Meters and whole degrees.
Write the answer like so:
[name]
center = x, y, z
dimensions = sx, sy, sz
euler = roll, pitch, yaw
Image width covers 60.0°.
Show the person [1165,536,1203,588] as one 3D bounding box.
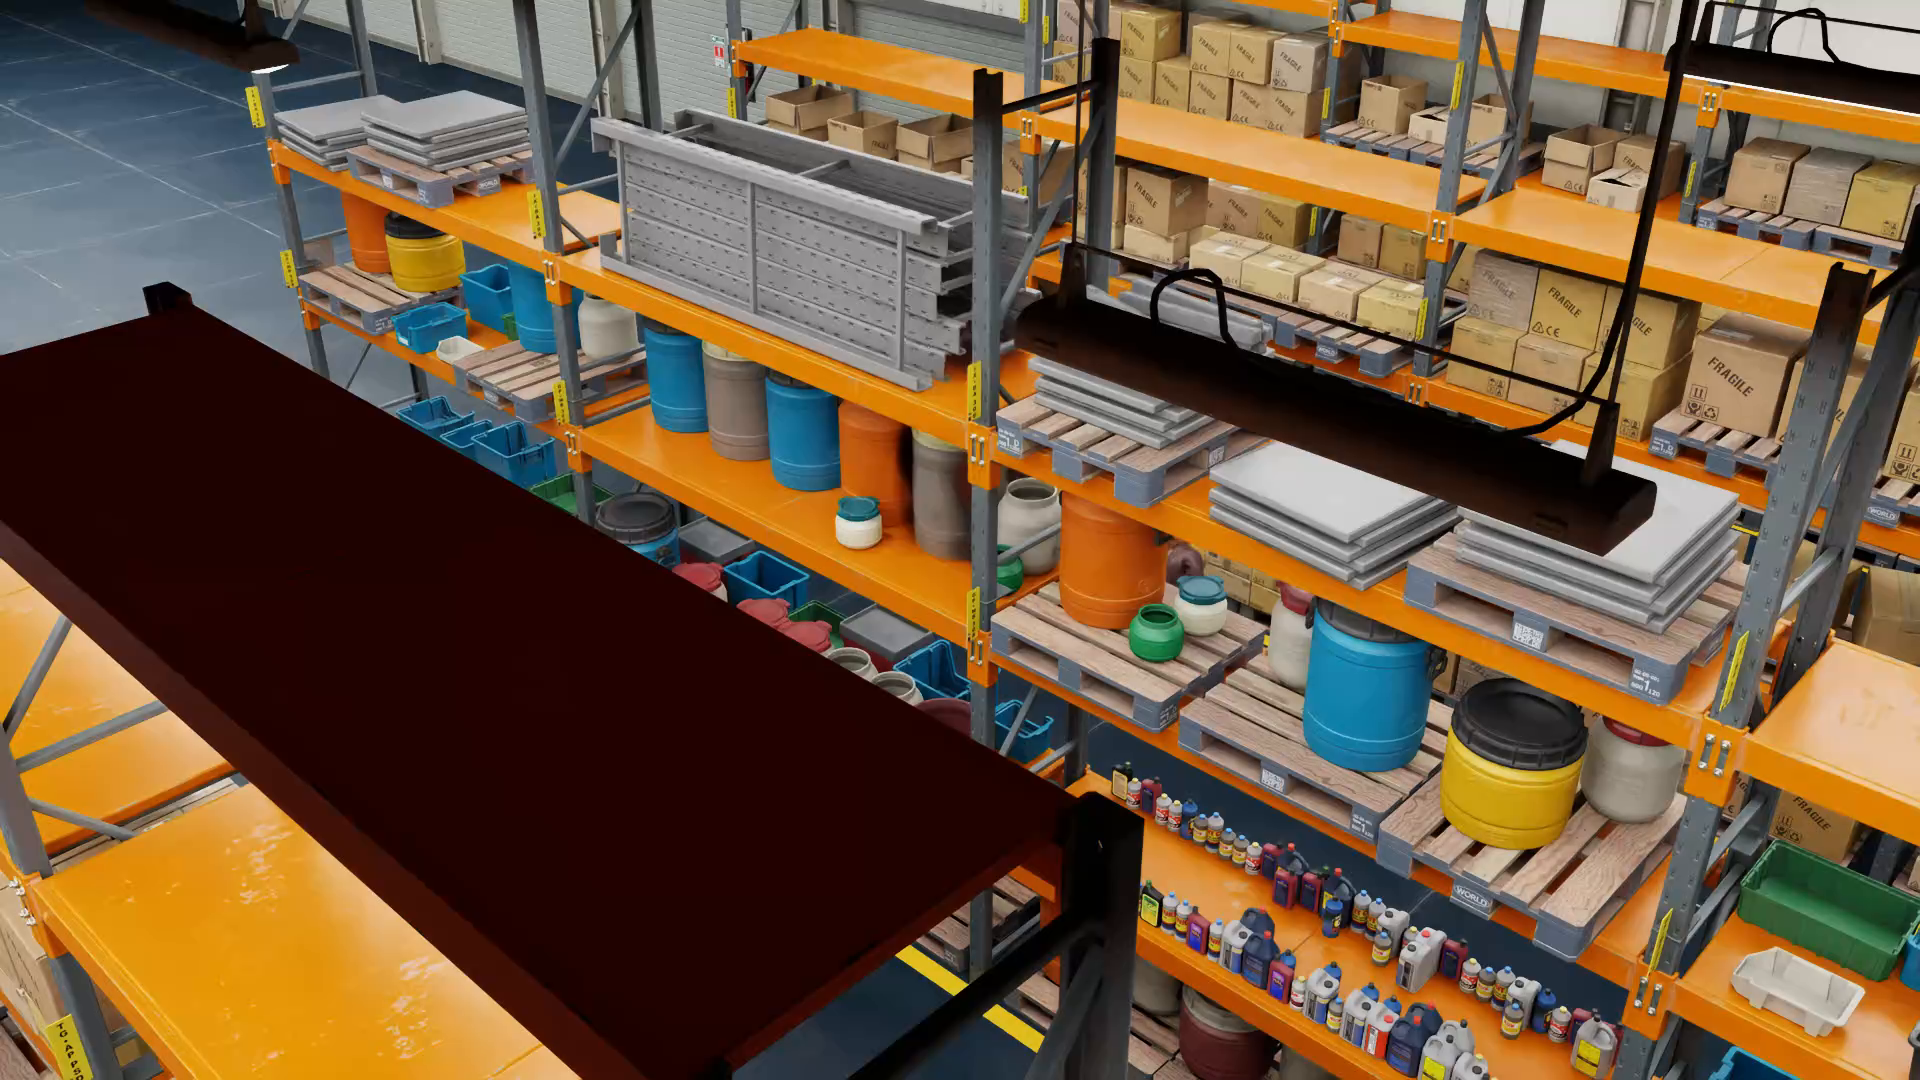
[person]
center = 1.651, 0.692, 13.256
dimensions = 0.463, 1.797, 0.733
euler = -12, 32, -20
